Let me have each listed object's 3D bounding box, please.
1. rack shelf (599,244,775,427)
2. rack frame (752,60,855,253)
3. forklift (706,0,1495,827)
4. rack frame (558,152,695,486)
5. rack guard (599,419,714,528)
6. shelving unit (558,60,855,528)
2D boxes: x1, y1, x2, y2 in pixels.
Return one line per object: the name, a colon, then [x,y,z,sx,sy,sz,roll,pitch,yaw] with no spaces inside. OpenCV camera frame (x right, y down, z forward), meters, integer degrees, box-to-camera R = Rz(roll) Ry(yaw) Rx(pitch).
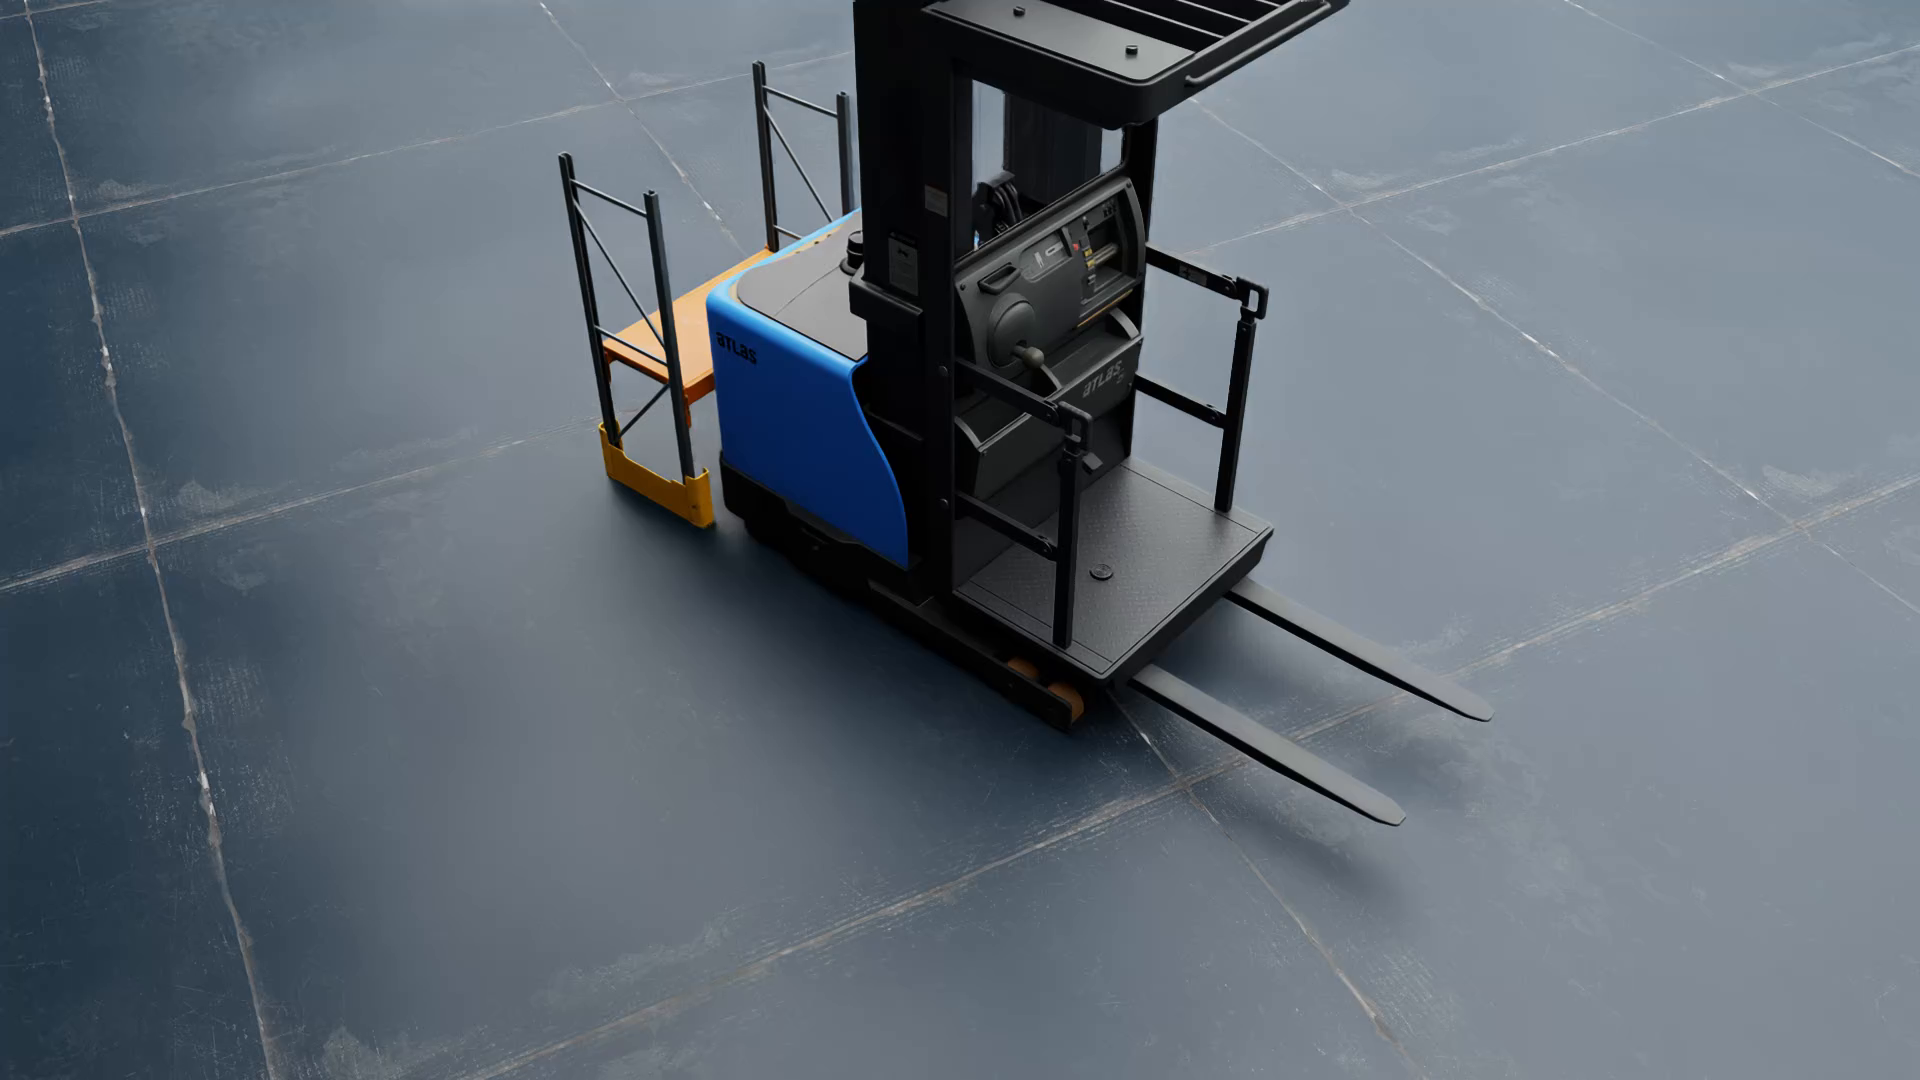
rack shelf: [-0.953,-0.866,6.891,0.538,0.185,1.000,27,47,29]
rack frame: [-0.635,-1.260,7.077,0.500,1.500,0.032,27,47,29]
forklift: [0.477,-0.836,5.469,3.031,2.935,1.130,29,48,30]
rack frame: [-1.272,-0.748,6.472,0.500,1.500,0.032,27,47,29]
rack guard: [-1.259,-0.280,6.888,0.587,0.250,0.087,27,47,29]
shelving unit: [-0.947,-1.008,6.780,0.587,1.500,1.083,27,47,29]
